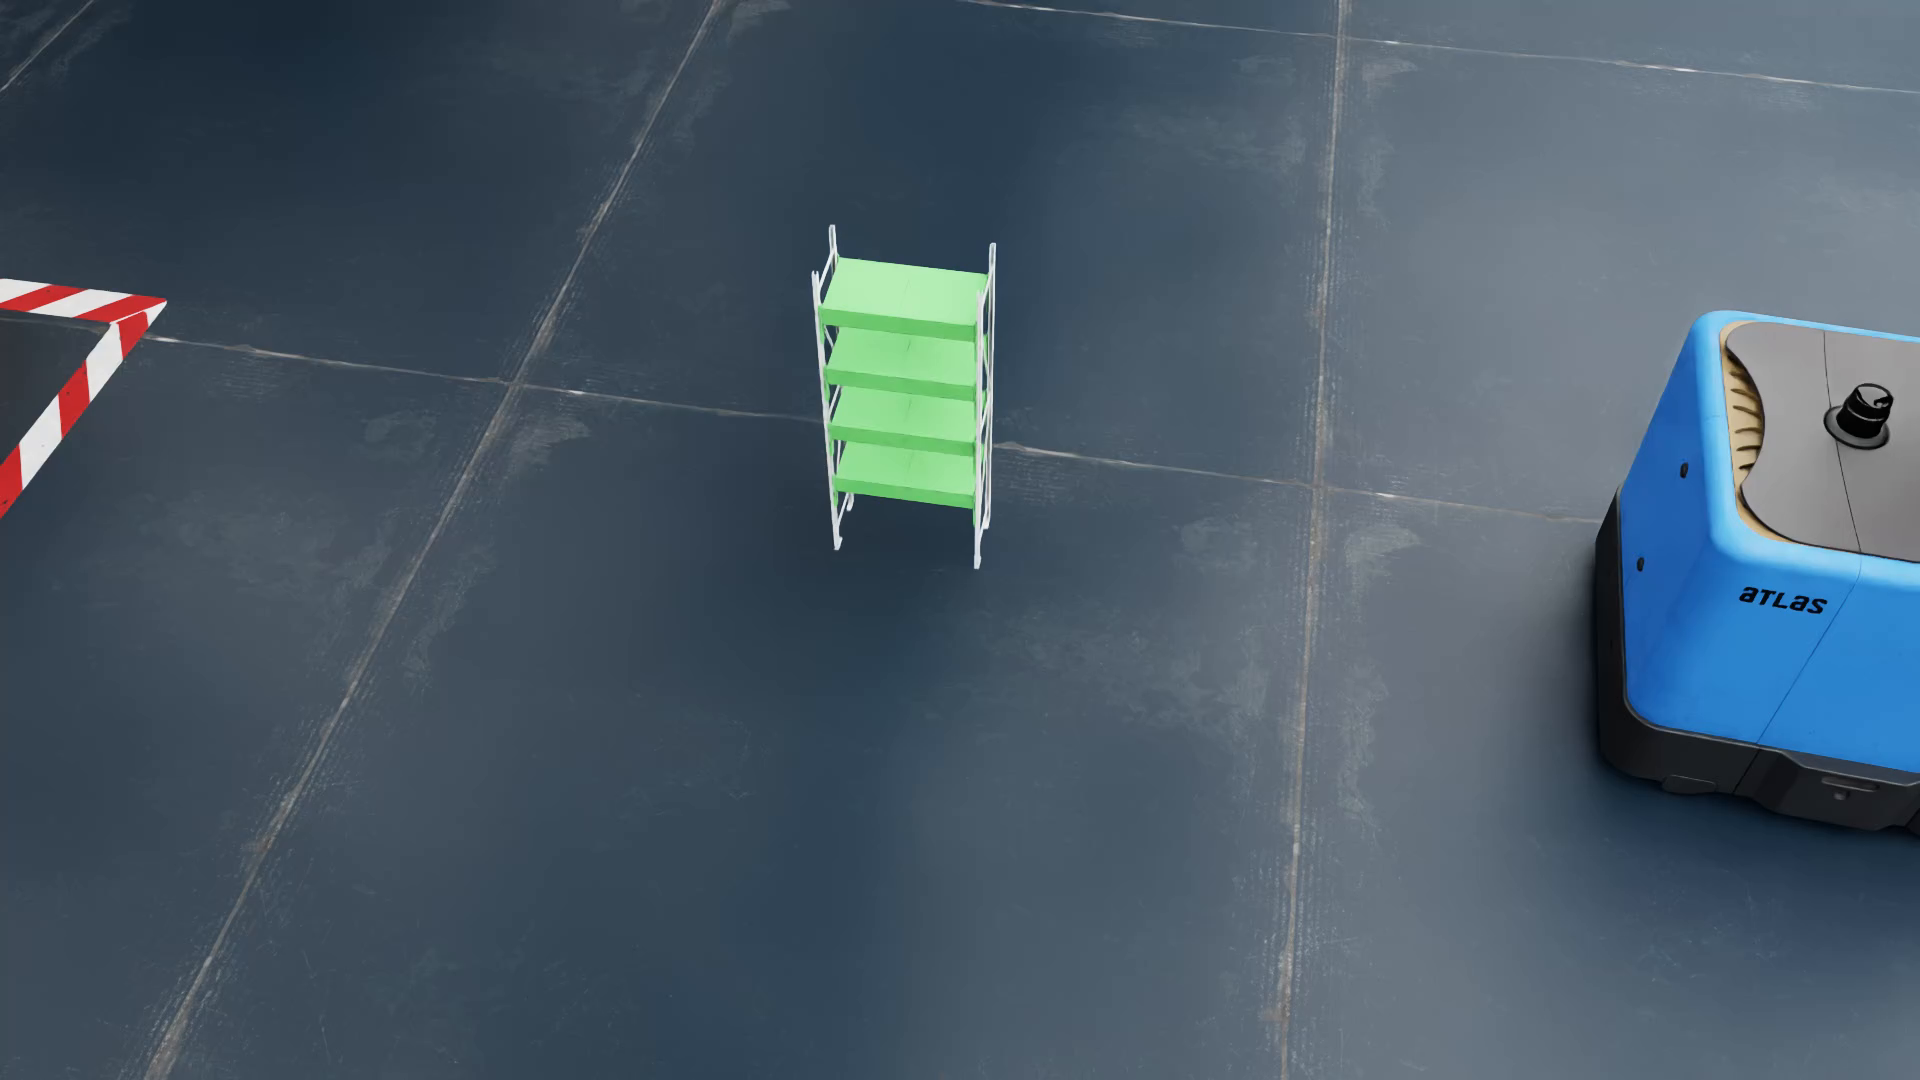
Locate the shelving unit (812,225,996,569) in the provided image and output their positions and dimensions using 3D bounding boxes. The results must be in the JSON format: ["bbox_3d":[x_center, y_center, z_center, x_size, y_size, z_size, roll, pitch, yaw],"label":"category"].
[{"bbox_3d":[-0.163,-0.423,5.323,0.503,1.200,0.258,8,49,7],"label":"shelving unit"}]

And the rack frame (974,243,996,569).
[{"bbox_3d":[0.077,-0.391,5.294,0.015,1.200,0.240,8,49,7],"label":"rack frame"}]

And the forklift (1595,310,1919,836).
[{"bbox_3d":[3.532,-0.355,4.099,3.031,2.935,1.130,10,49,9],"label":"forklift"}]

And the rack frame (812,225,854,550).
[{"bbox_3d":[-0.403,-0.455,5.352,0.015,1.200,0.240,8,49,7],"label":"rack frame"}]

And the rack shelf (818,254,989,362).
[{"bbox_3d":[-0.163,-0.701,5.014,0.480,0.148,0.258,8,49,7],"label":"rack shelf"}]

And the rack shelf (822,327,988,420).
[{"bbox_3d":[-0.163,-0.541,5.192,0.480,0.148,0.258,8,49,7],"label":"rack shelf"}]

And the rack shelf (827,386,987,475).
[{"bbox_3d":[-0.163,-0.380,5.371,0.480,0.148,0.258,8,49,7],"label":"rack shelf"}]

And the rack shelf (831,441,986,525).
[{"bbox_3d":[-0.163,-0.220,5.549,0.480,0.148,0.258,8,49,7],"label":"rack shelf"}]
